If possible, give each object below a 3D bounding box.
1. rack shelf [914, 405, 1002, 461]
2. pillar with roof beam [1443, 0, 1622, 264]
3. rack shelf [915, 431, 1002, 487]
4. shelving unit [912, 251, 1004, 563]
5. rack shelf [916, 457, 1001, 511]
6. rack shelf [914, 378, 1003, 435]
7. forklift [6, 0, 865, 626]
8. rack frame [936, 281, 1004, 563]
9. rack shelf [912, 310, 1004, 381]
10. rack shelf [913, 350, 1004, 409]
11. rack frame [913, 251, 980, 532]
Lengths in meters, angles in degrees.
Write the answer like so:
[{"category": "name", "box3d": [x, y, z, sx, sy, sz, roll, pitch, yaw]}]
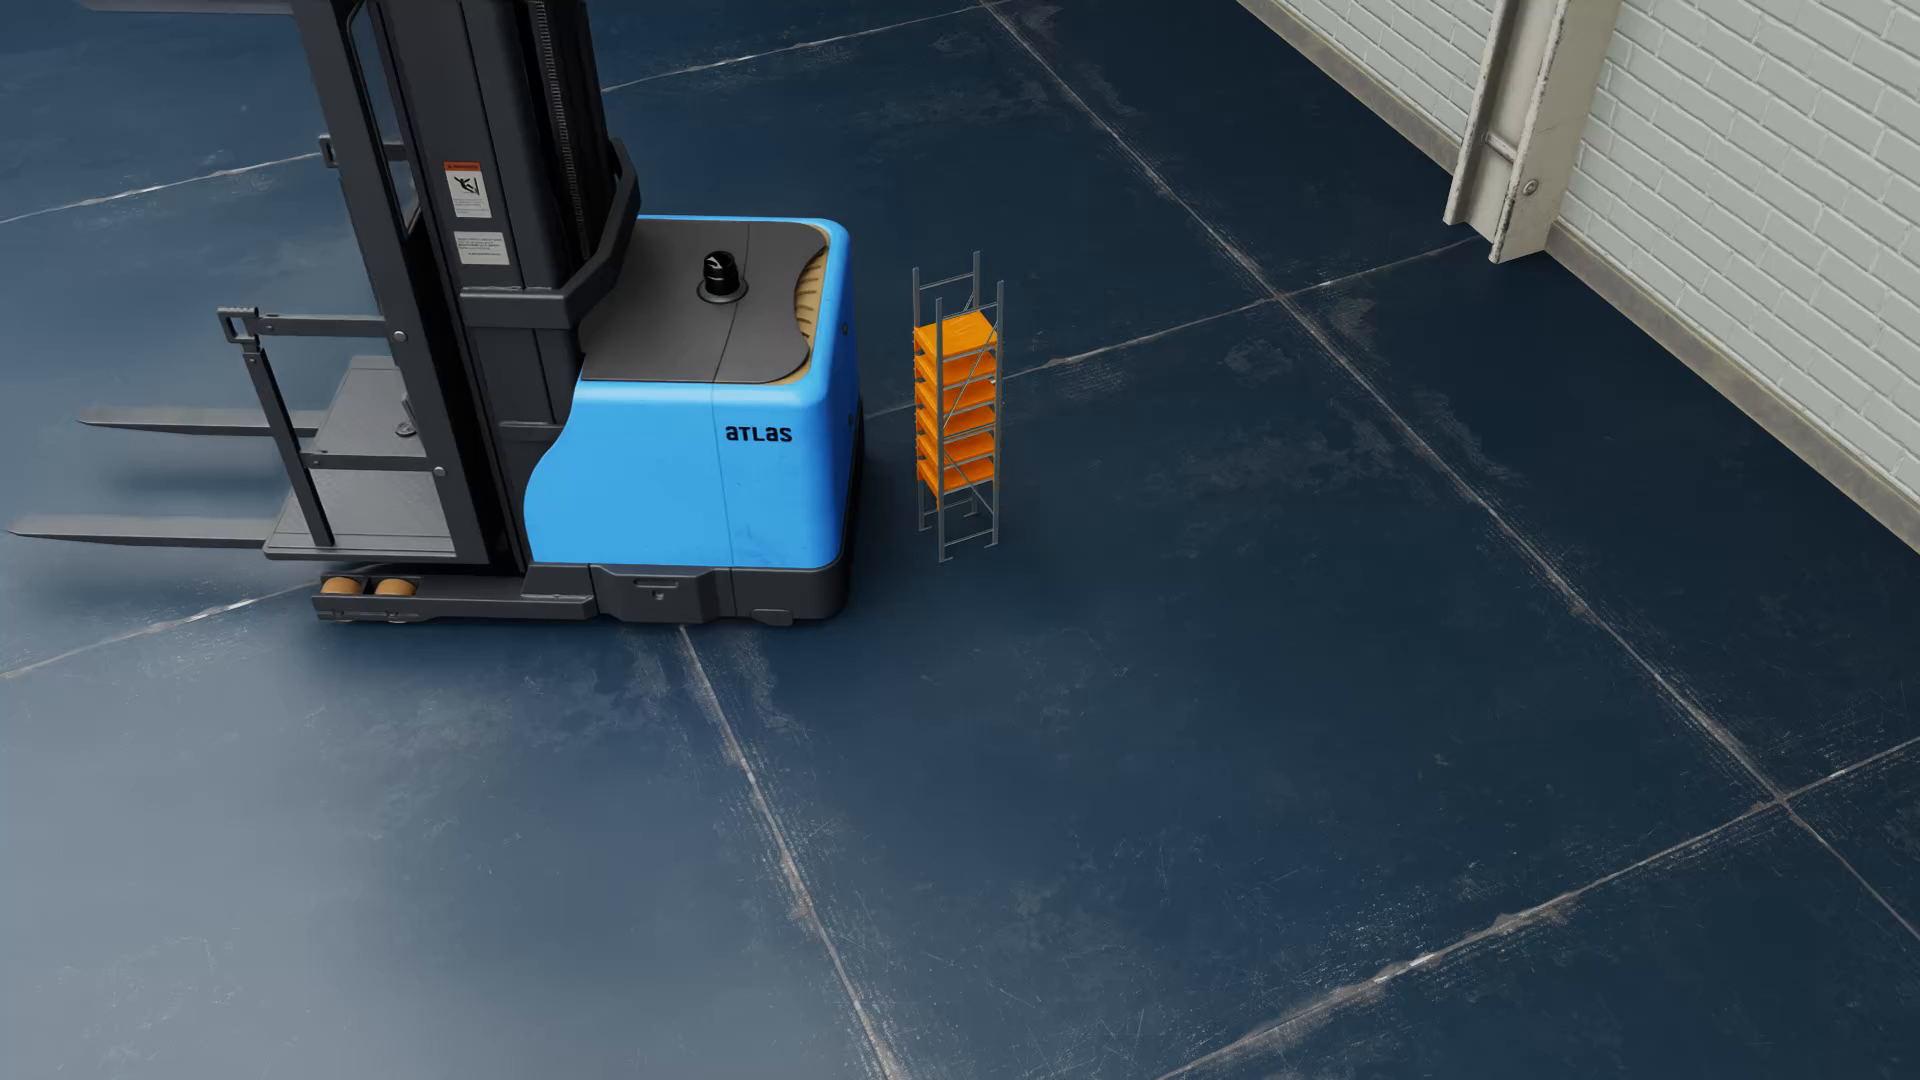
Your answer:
[{"category": "rack shelf", "box3d": [-0.006, -0.405, 5.869, 0.258, 0.103, 0.180, -18, 47, -17]}, {"category": "pillar with roof beam", "box3d": [-1.431, -3.350, 3.238, 9.100, 9.000, 0.400, -18, 47, -17]}, {"category": "rack shelf", "box3d": [-0.006, -0.319, 5.953, 0.258, 0.103, 0.180, -18, 47, -17]}, {"category": "shelving unit", "box3d": [-0.006, -0.436, 5.838, 0.258, 1.200, 0.189, -18, 47, -17]}, {"category": "rack shelf", "box3d": [-0.006, -0.234, 6.038, 0.258, 0.103, 0.180, -18, 47, -17]}, {"category": "rack shelf", "box3d": [-0.006, -0.490, 5.785, 0.258, 0.103, 0.180, -18, 47, -17]}, {"category": "forklift", "box3d": [-1.903, -1.116, 5.294, 3.031, 2.935, 1.130, 1, 45, 1]}, {"category": "rack frame", "box3d": [0.032, -0.378, 5.779, 0.240, 1.200, 0.006, -18, 47, -17]}, {"category": "rack shelf", "box3d": [-0.006, -0.661, 5.616, 0.258, 0.103, 0.180, -18, 47, -17]}, {"category": "rack shelf", "box3d": [-0.006, -0.576, 5.701, 0.258, 0.103, 0.180, -18, 47, -17]}, {"category": "rack frame", "box3d": [-0.045, -0.495, 5.897, 0.240, 1.200, 0.006, -18, 47, -17]}]
